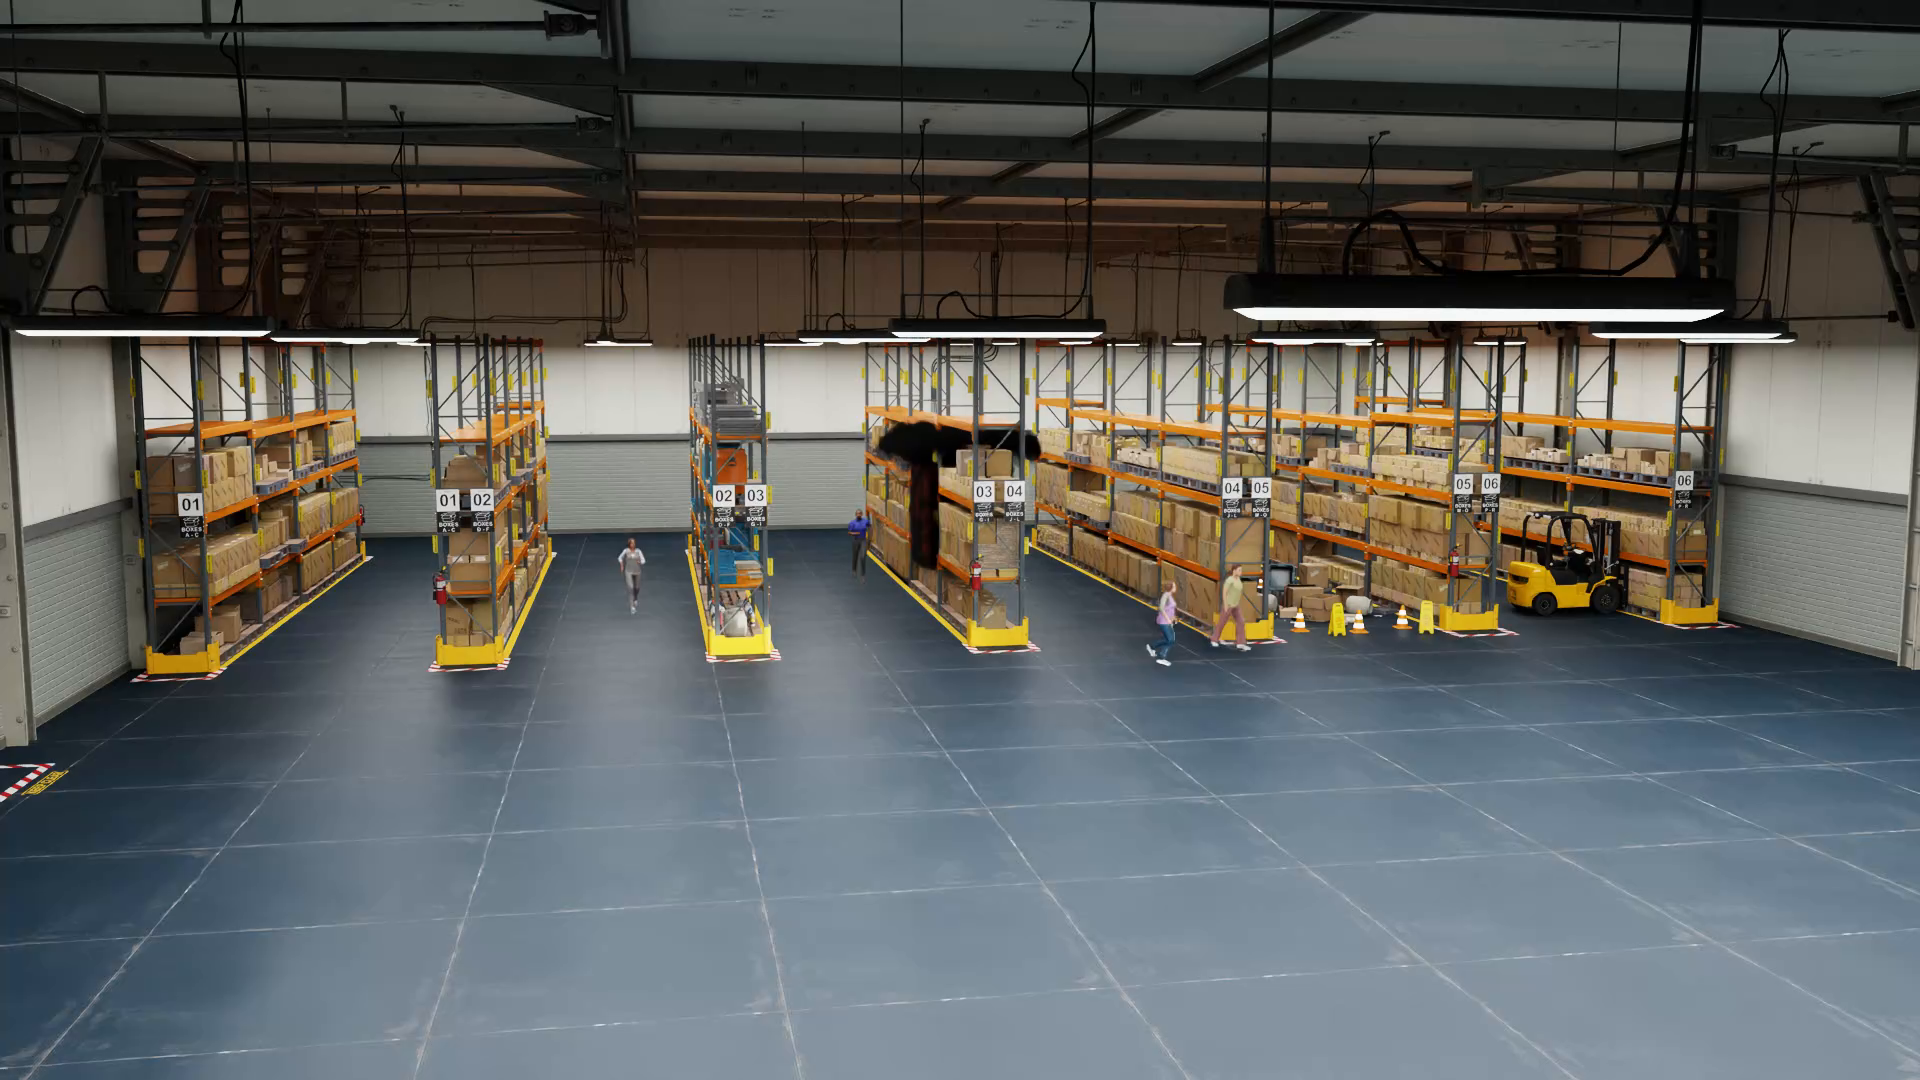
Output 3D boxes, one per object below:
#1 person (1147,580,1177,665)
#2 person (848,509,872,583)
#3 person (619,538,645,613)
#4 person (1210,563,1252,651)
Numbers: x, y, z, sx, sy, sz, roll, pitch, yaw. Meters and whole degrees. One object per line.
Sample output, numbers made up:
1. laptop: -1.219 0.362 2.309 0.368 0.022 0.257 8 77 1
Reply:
1. person: 3.670 1.503 30.322 0.541 1.555 0.535 3 7 24
2. person: -2.368 0.126 39.340 0.578 1.707 0.844 -1 7 -6
3. person: -7.156 0.747 36.347 0.546 1.592 0.888 -2 7 -18
4. person: 5.162 1.261 31.689 0.831 1.657 0.634 5 8 36
